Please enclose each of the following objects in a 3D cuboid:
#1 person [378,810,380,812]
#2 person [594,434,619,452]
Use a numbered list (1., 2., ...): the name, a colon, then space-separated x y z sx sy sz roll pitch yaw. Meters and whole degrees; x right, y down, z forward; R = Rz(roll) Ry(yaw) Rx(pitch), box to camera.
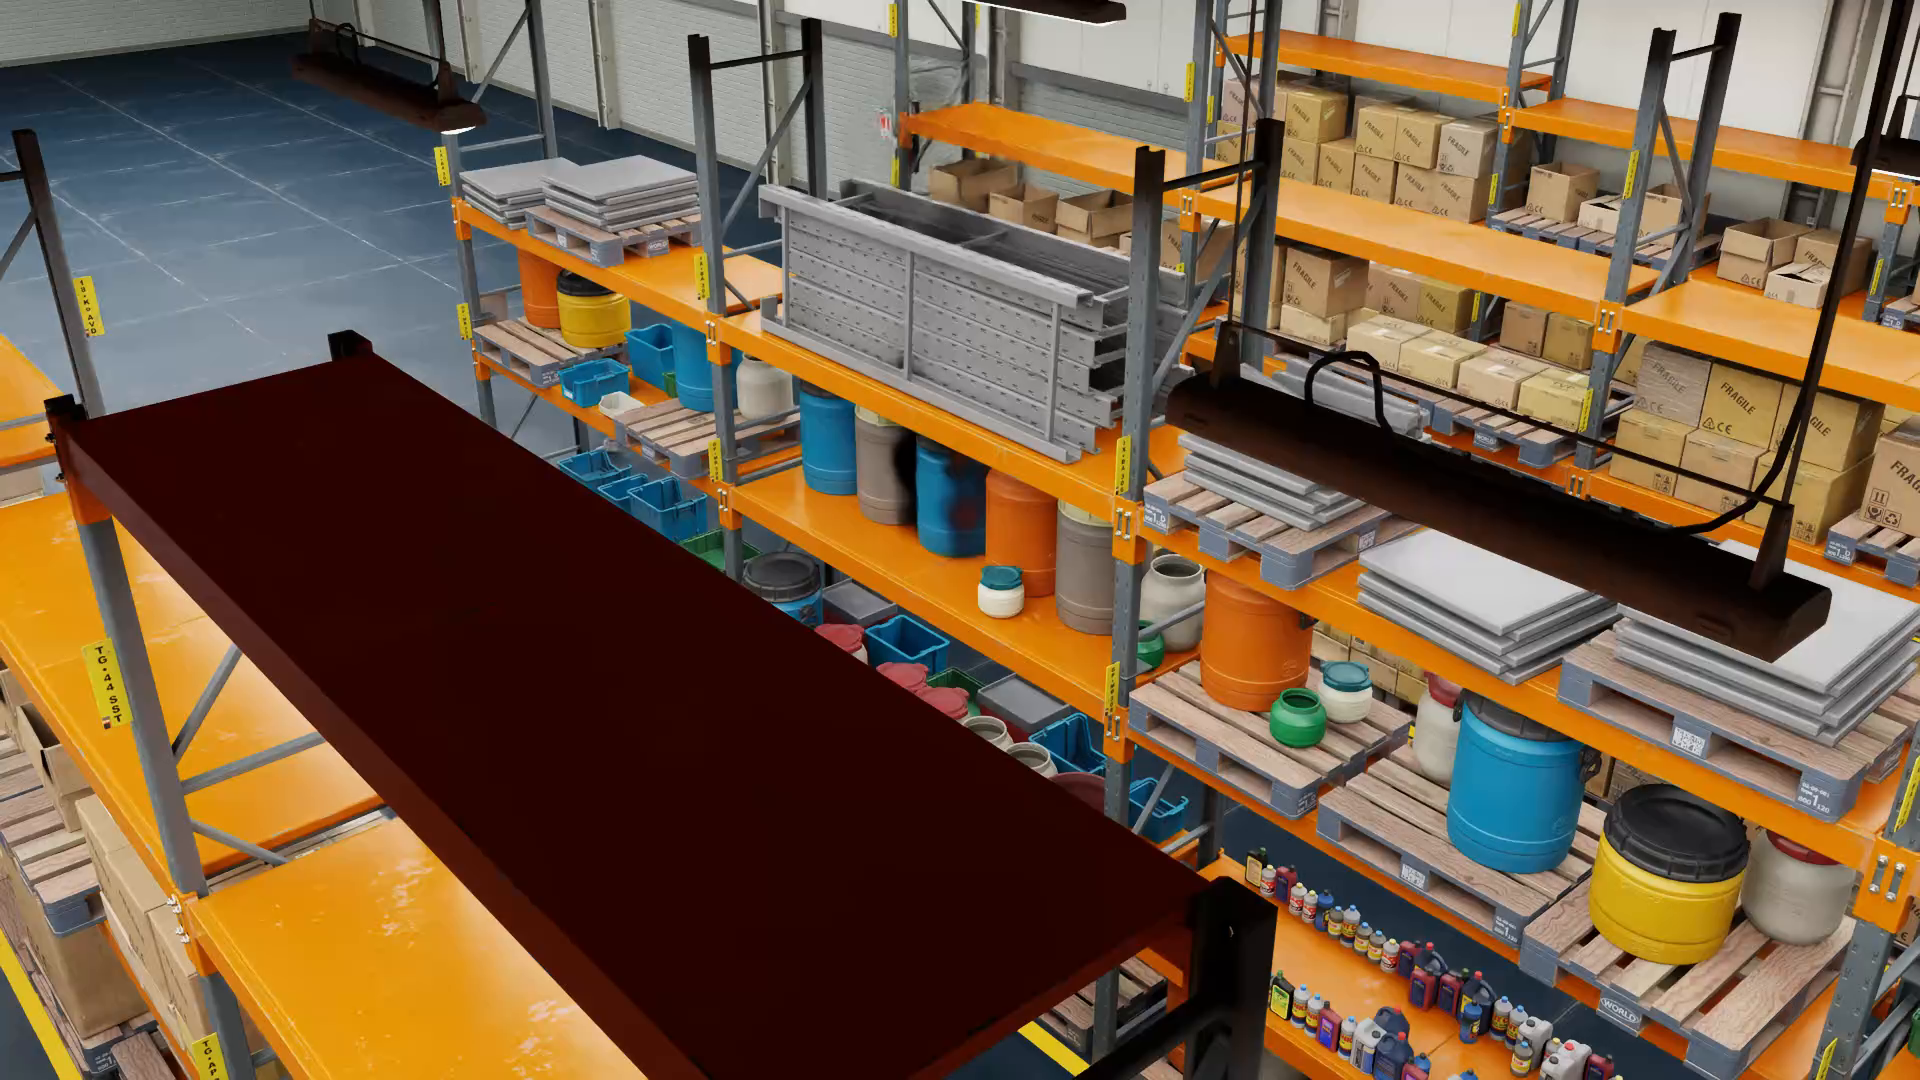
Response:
1. person: -4.765 1.530 12.603 0.714 1.793 0.649 21 34 36
2. person: -3.950 -1.840 19.260 0.758 1.766 0.668 -5 27 -11
